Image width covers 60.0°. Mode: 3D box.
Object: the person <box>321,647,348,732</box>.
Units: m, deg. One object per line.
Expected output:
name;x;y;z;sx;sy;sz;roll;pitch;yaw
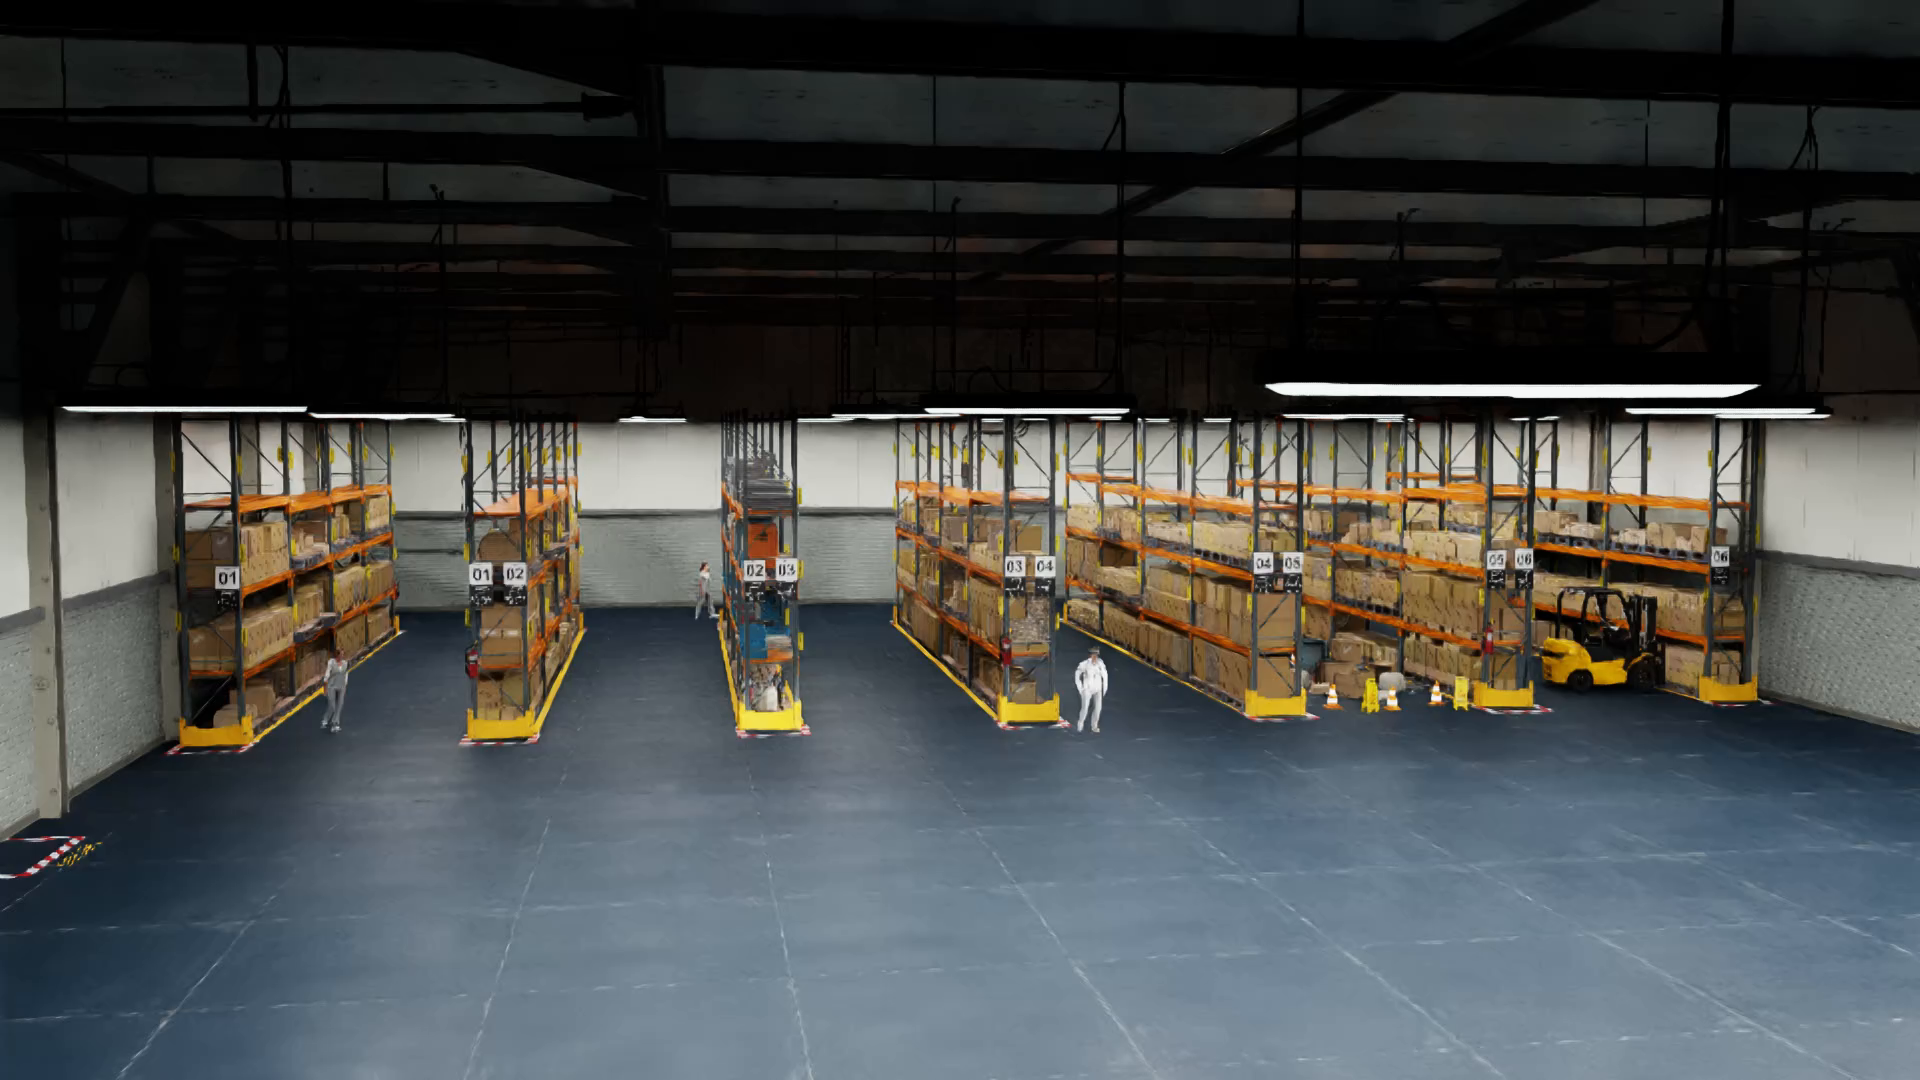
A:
person;-11.648;2.770;30.957;0.475;1.589;0.471;3;5;41

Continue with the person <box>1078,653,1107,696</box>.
person;2.453;2.428;30.815;0.550;0.903;0.403;-1;4;-11

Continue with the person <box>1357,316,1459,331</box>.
person;12.427;-2.402;51.540;5.335;8.937;8.690;0;4;7

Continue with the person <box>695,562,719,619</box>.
person;-7.476;1.471;48.886;0.565;1.658;0.687;2;5;28
